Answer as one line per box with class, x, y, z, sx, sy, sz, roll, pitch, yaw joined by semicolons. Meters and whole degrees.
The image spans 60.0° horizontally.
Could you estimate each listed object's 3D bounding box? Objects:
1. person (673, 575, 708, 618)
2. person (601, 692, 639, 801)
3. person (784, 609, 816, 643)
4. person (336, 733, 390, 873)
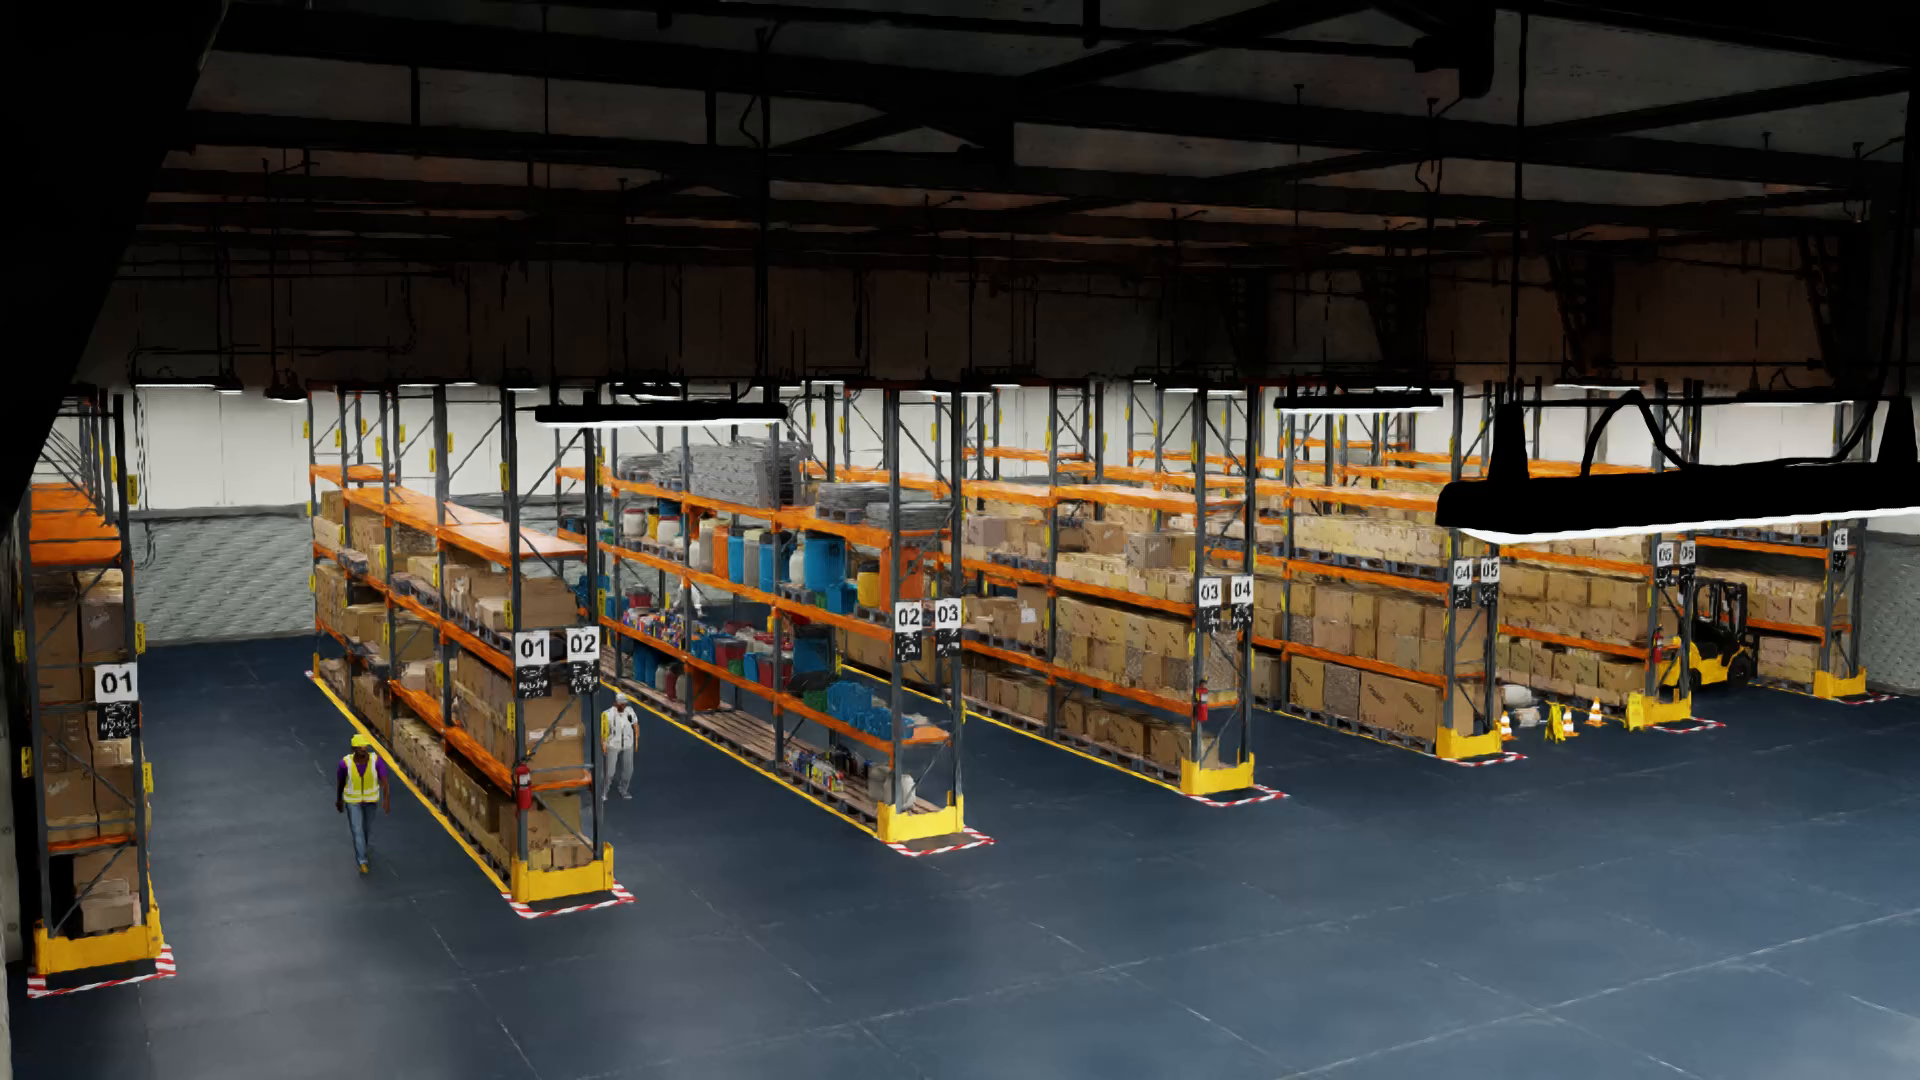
person;-6.762;1.072;41.400;0.970;1.746;0.596;5;8;38
person;-4.938;2.981;24.086;0.611;1.611;0.582;-4;7;-31
person;-3.323;1.837;34.499;0.682;1.677;0.535;-3;7;-25
person;-7.482;3.263;20.876;0.589;1.716;1.043;-4;7;-30
